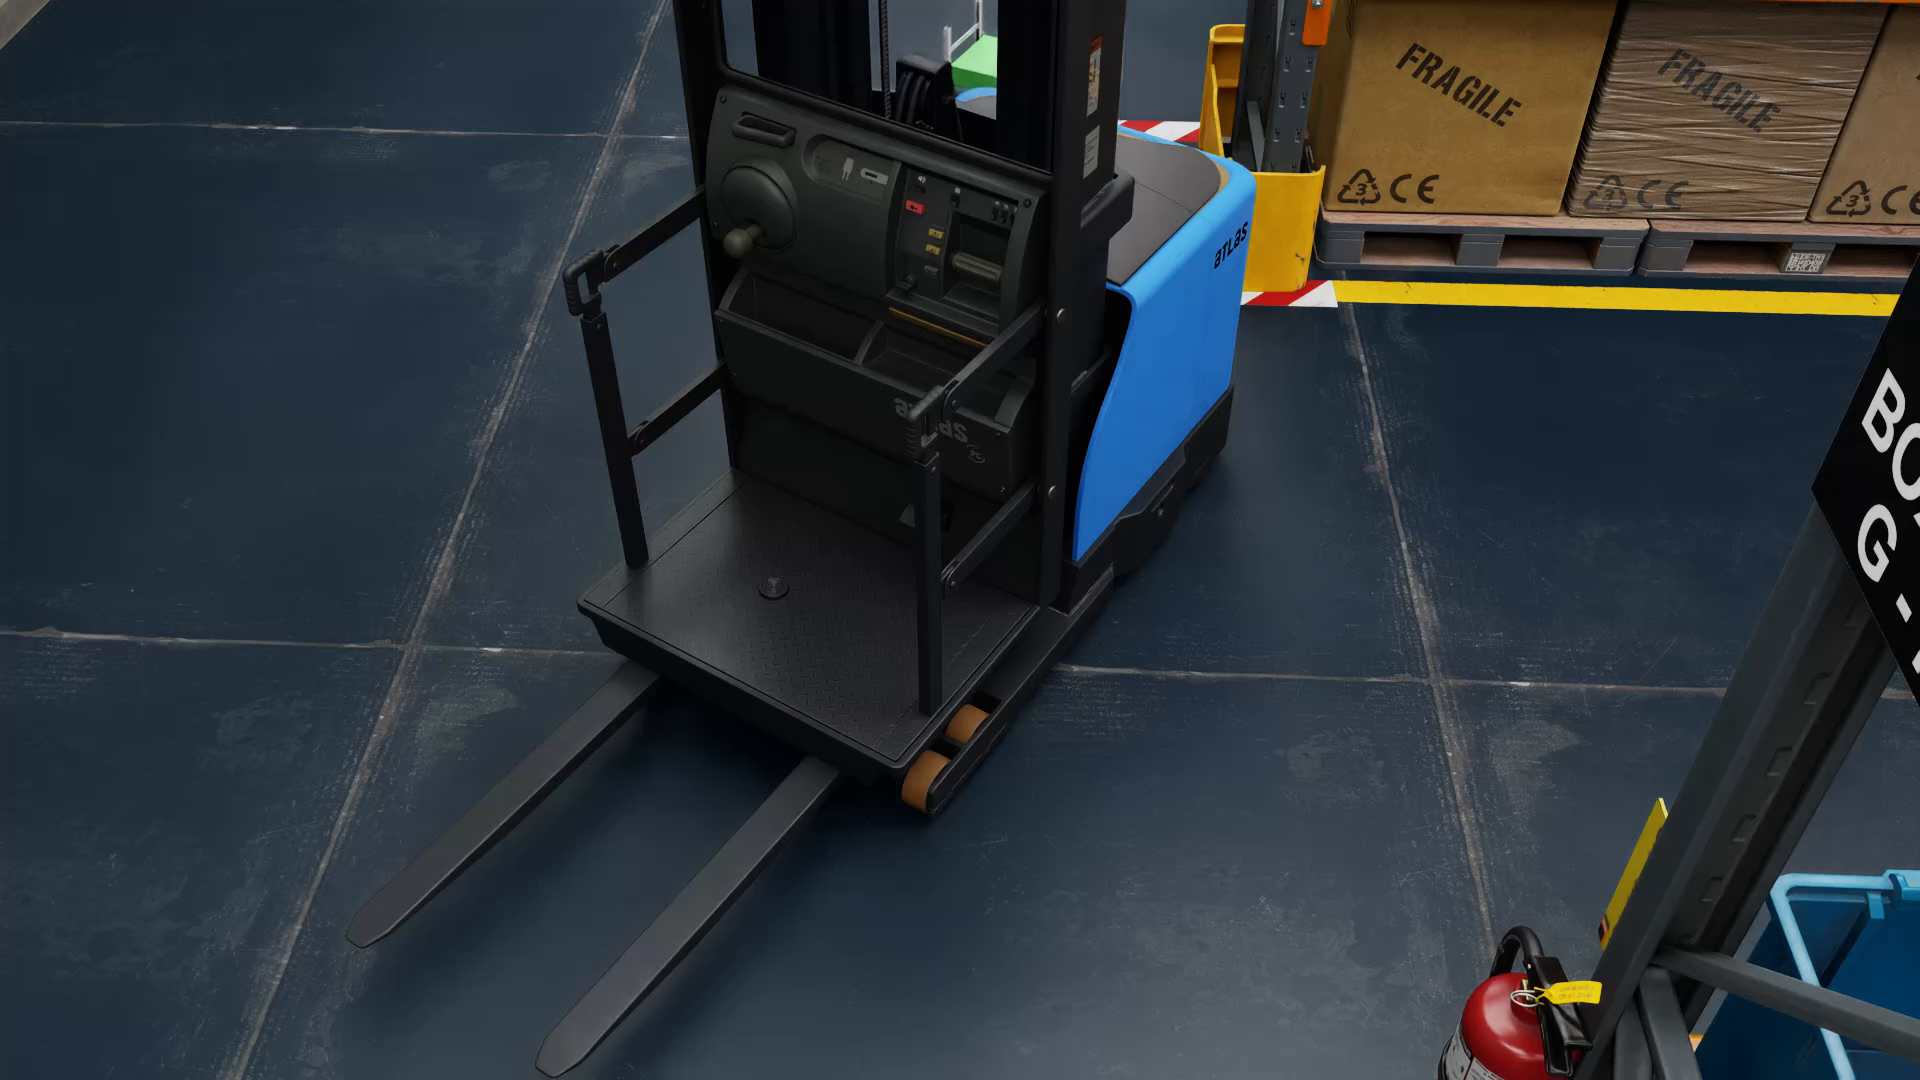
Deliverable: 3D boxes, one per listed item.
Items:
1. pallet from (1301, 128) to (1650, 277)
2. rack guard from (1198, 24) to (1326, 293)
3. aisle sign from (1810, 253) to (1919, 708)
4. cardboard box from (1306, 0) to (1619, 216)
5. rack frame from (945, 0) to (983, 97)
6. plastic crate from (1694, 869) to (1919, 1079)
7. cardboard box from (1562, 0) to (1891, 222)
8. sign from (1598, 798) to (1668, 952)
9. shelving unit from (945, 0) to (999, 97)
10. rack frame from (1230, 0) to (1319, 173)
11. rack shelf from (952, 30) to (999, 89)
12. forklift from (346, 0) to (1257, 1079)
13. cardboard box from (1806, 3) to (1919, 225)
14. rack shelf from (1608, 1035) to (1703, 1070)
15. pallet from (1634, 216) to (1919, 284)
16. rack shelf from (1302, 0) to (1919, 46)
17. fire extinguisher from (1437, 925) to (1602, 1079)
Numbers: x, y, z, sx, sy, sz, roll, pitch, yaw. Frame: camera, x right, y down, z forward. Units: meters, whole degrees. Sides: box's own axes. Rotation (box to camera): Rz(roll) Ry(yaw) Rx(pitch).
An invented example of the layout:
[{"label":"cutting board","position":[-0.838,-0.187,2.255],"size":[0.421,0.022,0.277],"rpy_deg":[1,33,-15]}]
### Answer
[{"label":"pallet","position":[1.987,-1.437,6.638],"size":[1.213,0.211,1.003],"rpy_deg":[2,43,2]},{"label":"rack guard","position":[1.160,-1.515,6.509],"size":[0.348,0.500,1.175],"rpy_deg":[2,43,2]},{"label":"aisle sign","position":[0.902,-0.209,1.366],"size":[0.004,0.787,0.394],"rpy_deg":[2,43,2]},{"label":"cardboard box","position":[1.827,-1.840,6.275],"size":[0.875,0.875,0.875],"rpy_deg":[2,43,2]},{"label":"rack frame","position":[0.014,-1.237,5.698],"size":[0.015,1.200,0.240],"rpy_deg":[19,46,20]},{"label":"plastic crate","position":[1.304,0.792,2.129],"size":[0.499,0.435,0.616],"rpy_deg":[2,43,2]},{"label":"cardboard box","position":[2.736,-1.812,6.245],"size":[0.875,0.875,0.875],"rpy_deg":[2,43,2]},{"label":"sign","position":[0.970,0.509,2.383],"size":[0.005,0.325,0.100],"rpy_deg":[2,43,2]},{"label":"shelving unit","position":[0.231,-1.161,5.616],"size":[0.503,1.200,0.258],"rpy_deg":[19,46,20]},{"label":"rack frame","position":[1.184,-2.428,5.656],"size":[0.127,3.000,1.000],"rpy_deg":[2,43,2]},{"label":"rack shelf","position":[0.231,-1.465,5.332],"size":[0.480,0.148,0.258],"rpy_deg":[19,46,20]},{"label":"forklift","position":[-0.344,-0.714,3.866],"size":[1.130,2.935,3.031],"rpy_deg":[24,48,24]},{"label":"cardboard box","position":[3.625,-1.784,6.215],"size":[0.875,0.875,0.875],"rpy_deg":[2,43,2]},{"label":"rack shelf","position":[2.959,1.269,2.215],"size":[4.000,0.370,1.077],"rpy_deg":[2,43,2]},{"label":"pallet","position":[3.202,-1.398,6.595],"size":[1.213,0.211,1.003],"rpy_deg":[2,43,2]},{"label":"rack shelf","position":[3.182,-2.104,5.836],"size":[4.000,0.370,1.077],"rpy_deg":[2,43,2]},{"label":"fire extinguisher","position":[0.831,0.795,2.526],"size":[0.183,0.674,0.296],"rpy_deg":[2,43,2]}]
